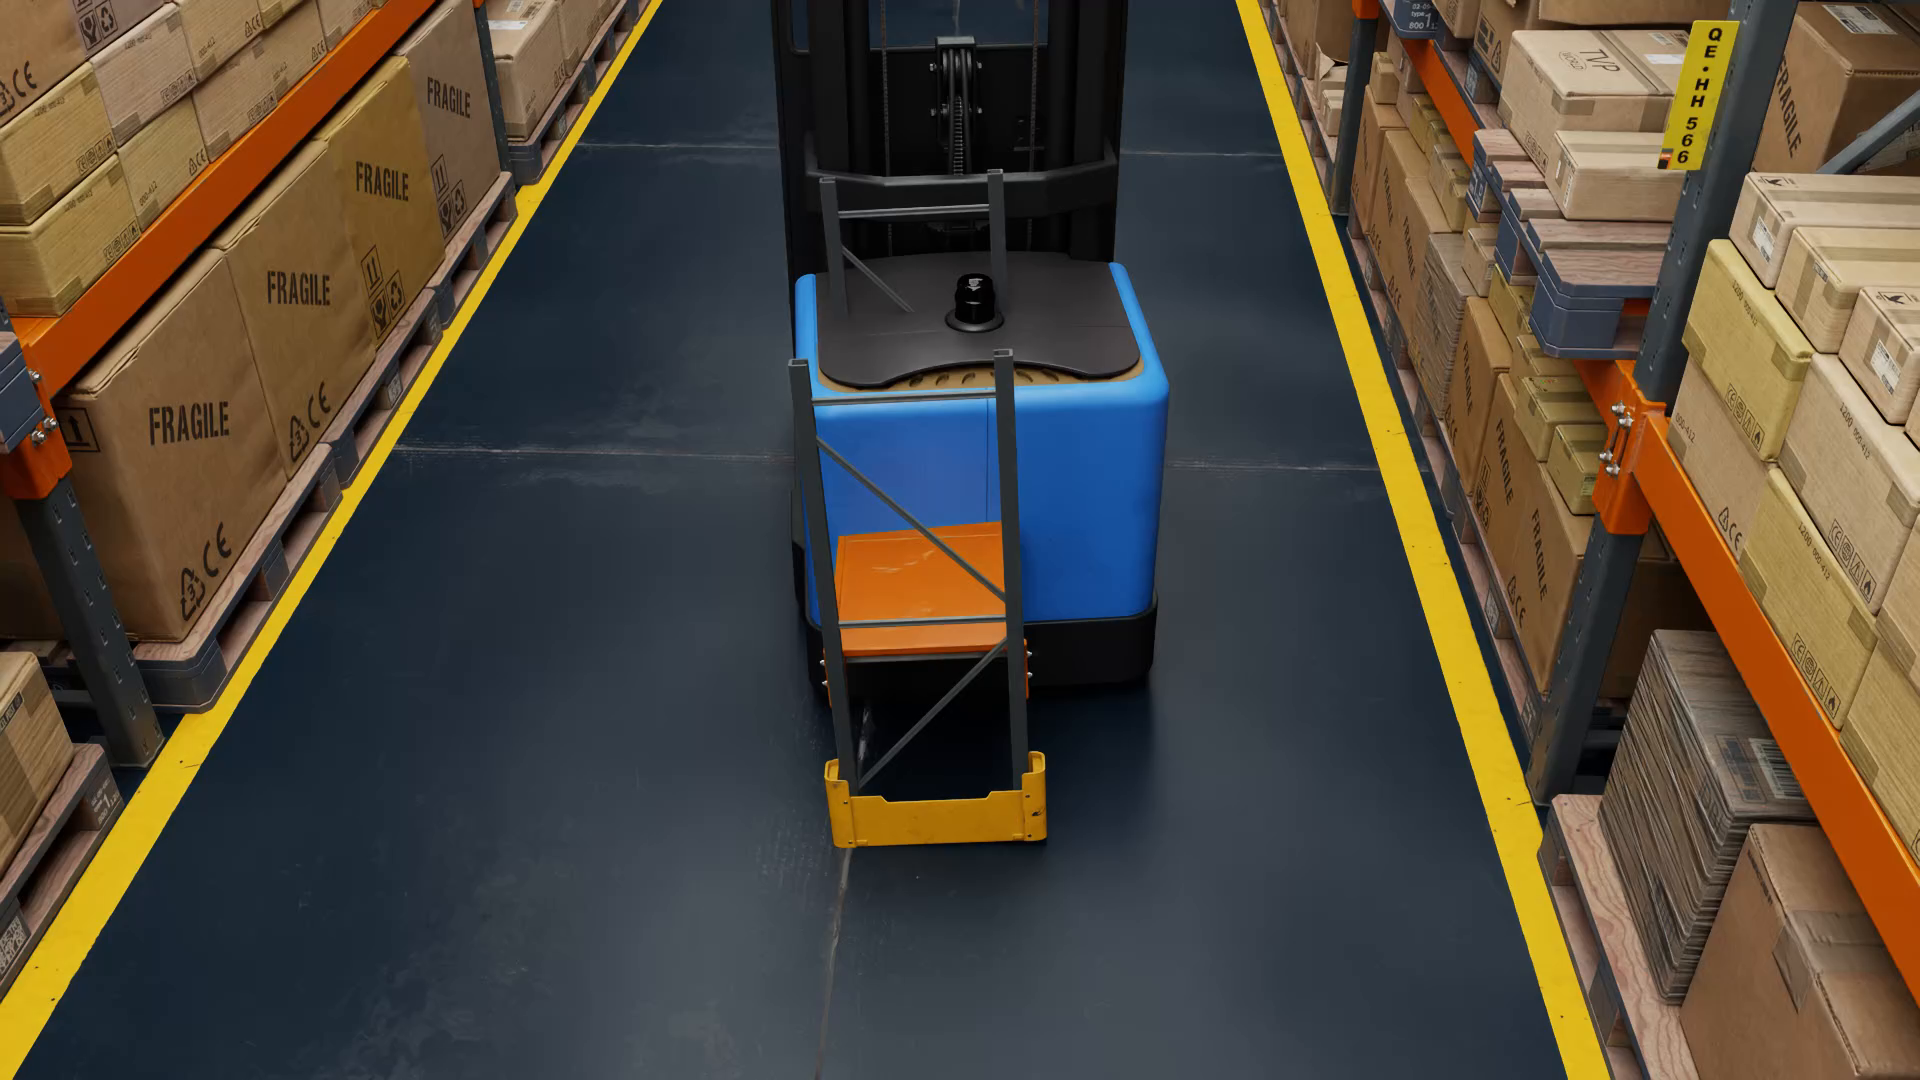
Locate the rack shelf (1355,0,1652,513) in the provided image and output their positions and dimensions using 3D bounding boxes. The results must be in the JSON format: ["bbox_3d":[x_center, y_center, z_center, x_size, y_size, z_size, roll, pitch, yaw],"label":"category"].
[{"bbox_3d":[2.198,-1.351,5.689,1.077,0.370,4.000,1,35,2],"label":"rack shelf"}]

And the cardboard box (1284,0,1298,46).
[{"bbox_3d":[2.126,-3.100,9.361,0.500,0.500,0.500,2,35,3],"label":"cardboard box"}]

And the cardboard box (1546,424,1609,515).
[{"bbox_3d":[1.885,-0.200,4.670,0.380,0.149,0.250,0,35,0],"label":"cardboard box"}]

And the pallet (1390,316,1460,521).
[{"bbox_3d":[2.237,-0.482,6.252,1.003,0.211,1.213,1,35,2],"label":"pallet"}]

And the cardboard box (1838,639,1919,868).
[{"bbox_3d":[1.817,0.400,2.703,0.500,0.250,0.500,0,35,0],"label":"cardboard box"}]

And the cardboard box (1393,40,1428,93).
[{"bbox_3d":[2.036,-1.980,6.944,0.380,0.149,0.250,0,35,0],"label":"cardboard box"}]

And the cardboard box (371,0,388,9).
[{"bbox_3d":[-2.469,-2.289,6.529,0.500,0.250,0.500,1,35,1],"label":"cardboard box"}]

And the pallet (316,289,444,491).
[{"bbox_3d":[-2.683,-0.618,6.445,1.003,0.211,1.213,1,35,2],"label":"pallet"}]

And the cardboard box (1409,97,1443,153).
[{"bbox_3d":[2.066,-1.700,6.805,0.380,0.149,0.250,0,35,-1],"label":"cardboard box"}]

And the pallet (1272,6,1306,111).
[{"bbox_3d":[2.353,-2.750,9.480,1.003,0.211,1.213,1,35,2],"label":"pallet"}]

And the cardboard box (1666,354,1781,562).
[{"bbox_3d":[1.856,-0.185,3.535,0.500,0.250,0.500,1,35,2],"label":"cardboard box"}]

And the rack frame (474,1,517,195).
[{"bbox_3d":[-2.681,-2.906,7.277,1.000,3.000,0.127,1,35,2],"label":"rack frame"}]

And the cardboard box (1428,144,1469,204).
[{"bbox_3d":[2.021,-1.399,6.377,0.380,0.149,0.250,1,35,2],"label":"cardboard box"}]

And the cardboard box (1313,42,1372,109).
[{"bbox_3d":[2.022,-2.379,8.539,0.396,0.266,0.258,3,35,4],"label":"cardboard box"}]

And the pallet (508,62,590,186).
[{"bbox_3d":[-2.573,-2.201,8.698,1.003,0.211,1.213,1,35,2],"label":"pallet"}]

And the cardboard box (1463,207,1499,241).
[{"bbox_3d":[2.027,-1.101,5.953,0.380,0.149,0.250,1,35,2],"label":"cardboard box"}]

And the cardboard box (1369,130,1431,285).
[{"bbox_3d":[2.023,-1.364,6.891,0.500,0.500,0.500,1,35,1],"label":"cardboard box"}]

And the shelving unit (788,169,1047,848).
[{"bbox_3d":[-0.094,-0.092,4.553,0.587,1.500,1.083,-2,35,2],"label":"shelving unit"}]

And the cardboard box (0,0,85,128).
[{"bbox_3d":[-2.578,-1.336,4.086,0.500,0.500,0.500,0,35,0],"label":"cardboard box"}]

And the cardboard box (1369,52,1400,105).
[{"bbox_3d":[1.998,-2.008,7.244,0.380,0.149,0.250,3,35,4],"label":"cardboard box"}]

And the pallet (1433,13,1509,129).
[{"bbox_3d":[2.191,-1.535,5.492,1.003,0.211,1.213,1,35,2],"label":"pallet"}]

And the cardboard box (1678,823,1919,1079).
[{"bbox_3d":[2.061,1.038,3.365,0.875,0.625,0.625,2,35,3],"label":"cardboard box"}]

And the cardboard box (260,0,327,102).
[{"bbox_3d":[-2.525,-1.703,5.694,0.500,0.250,0.500,1,35,2],"label":"cardboard box"}]

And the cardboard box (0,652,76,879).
[{"bbox_3d":[-2.875,0.619,4.180,0.950,0.372,0.625,-1,35,-1],"label":"cardboard box"}]

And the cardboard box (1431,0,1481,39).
[{"bbox_3d":[1.983,-1.985,5.514,0.700,0.500,0.500,1,35,2],"label":"cardboard box"}]

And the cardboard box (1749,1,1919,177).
[{"bbox_3d":[2.295,-1.001,4.113,0.500,0.500,0.500,3,35,4],"label":"cardboard box"}]

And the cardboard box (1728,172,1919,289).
[{"bbox_3d":[1.811,-0.626,3.381,0.380,0.149,0.250,2,35,3],"label":"cardboard box"}]

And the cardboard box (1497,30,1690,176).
[{"bbox_3d":[1.837,-1.220,4.642,0.500,0.250,0.500,0,35,0],"label":"cardboard box"}]

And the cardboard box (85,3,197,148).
[{"bbox_3d":[-2.553,-1.334,4.735,0.500,0.250,0.500,2,35,3],"label":"cardboard box"}]

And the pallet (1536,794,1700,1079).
[{"bbox_3d":[2.046,1.117,3.977,1.003,0.211,1.213,1,35,2],"label":"pallet"}]

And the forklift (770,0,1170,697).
[{"bbox_3d":[-0.054,-1.559,5.420,1.130,2.935,3.031,-3,35,-4],"label":"forklift"}]

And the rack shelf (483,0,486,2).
[{"bbox_3d":[-2.601,-3.761,9.119,1.077,0.370,4.000,1,35,2],"label":"rack shelf"}]

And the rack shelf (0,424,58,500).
[{"bbox_3d":[-2.922,0.835,2.579,1.077,0.370,4.000,1,35,2],"label":"rack shelf"}]

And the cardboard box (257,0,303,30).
[{"bbox_3d":[-2.487,-1.911,5.556,0.500,0.250,0.500,2,35,3],"label":"cardboard box"}]

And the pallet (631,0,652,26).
[{"bbox_3d":[-2.474,-3.602,10.692,1.003,0.211,1.213,1,35,2],"label":"pallet"}]

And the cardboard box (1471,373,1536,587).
[{"bbox_3d":[1.951,-0.180,5.206,0.500,0.500,0.500,1,35,1],"label":"cardboard box"}]

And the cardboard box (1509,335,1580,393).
[{"bbox_3d":[1.919,-0.508,5.108,0.380,0.149,0.250,0,35,0],"label":"cardboard box"}]

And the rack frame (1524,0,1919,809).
[{"bbox_3d":[2.118,-0.496,3.847,1.000,3.000,0.127,1,35,2],"label":"rack frame"}]

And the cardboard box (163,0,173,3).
[{"bbox_3d":[-2.531,-1.918,4.914,0.500,0.500,0.500,2,35,3],"label":"cardboard box"}]

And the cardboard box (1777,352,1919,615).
[{"bbox_3d":[1.835,-0.102,2.982,0.500,0.250,0.500,2,35,3],"label":"cardboard box"}]

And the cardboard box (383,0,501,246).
[{"bbox_3d":[-2.626,-1.851,7.257,0.875,0.875,0.875,2,35,3],"label":"cardboard box"}]

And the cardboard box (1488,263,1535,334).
[{"bbox_3d":[1.985,-0.802,5.526,0.380,0.149,0.250,1,35,1],"label":"cardboard box"}]

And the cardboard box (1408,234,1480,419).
[{"bbox_3d":[1.971,-0.780,6.059,0.500,0.500,0.500,0,35,0],"label":"cardboard box"}]

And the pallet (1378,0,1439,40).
[{"bbox_3d":[2.137,-2.259,6.522,1.003,0.211,1.213,1,35,2],"label":"pallet"}]

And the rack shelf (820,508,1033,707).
[{"bbox_3d":[-0.084,0.060,4.649,0.538,0.185,1.000,-2,35,2],"label":"rack shelf"}]

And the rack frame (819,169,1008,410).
[{"bbox_3d":[-0.094,-0.380,4.961,0.500,1.500,0.032,-2,35,2],"label":"rack frame"}]

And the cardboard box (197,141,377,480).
[{"bbox_3d":[-2.691,-0.818,5.788,0.875,0.875,0.875,2,35,2],"label":"cardboard box"}]

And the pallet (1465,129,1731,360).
[{"bbox_3d":[2.075,-0.808,4.458,1.213,0.211,1.003,1,35,2],"label":"pallet"}]

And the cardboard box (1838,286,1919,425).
[{"bbox_3d":[1.817,-0.324,2.951,0.380,0.149,0.250,2,35,3],"label":"cardboard box"}]

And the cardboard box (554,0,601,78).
[{"bbox_3d":[-2.513,-2.903,9.134,0.875,0.438,0.875,0,35,0],"label":"cardboard box"}]

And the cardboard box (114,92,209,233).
[{"bbox_3d":[-2.568,-1.118,4.862,0.500,0.250,0.500,0,35,1],"label":"cardboard box"}]
